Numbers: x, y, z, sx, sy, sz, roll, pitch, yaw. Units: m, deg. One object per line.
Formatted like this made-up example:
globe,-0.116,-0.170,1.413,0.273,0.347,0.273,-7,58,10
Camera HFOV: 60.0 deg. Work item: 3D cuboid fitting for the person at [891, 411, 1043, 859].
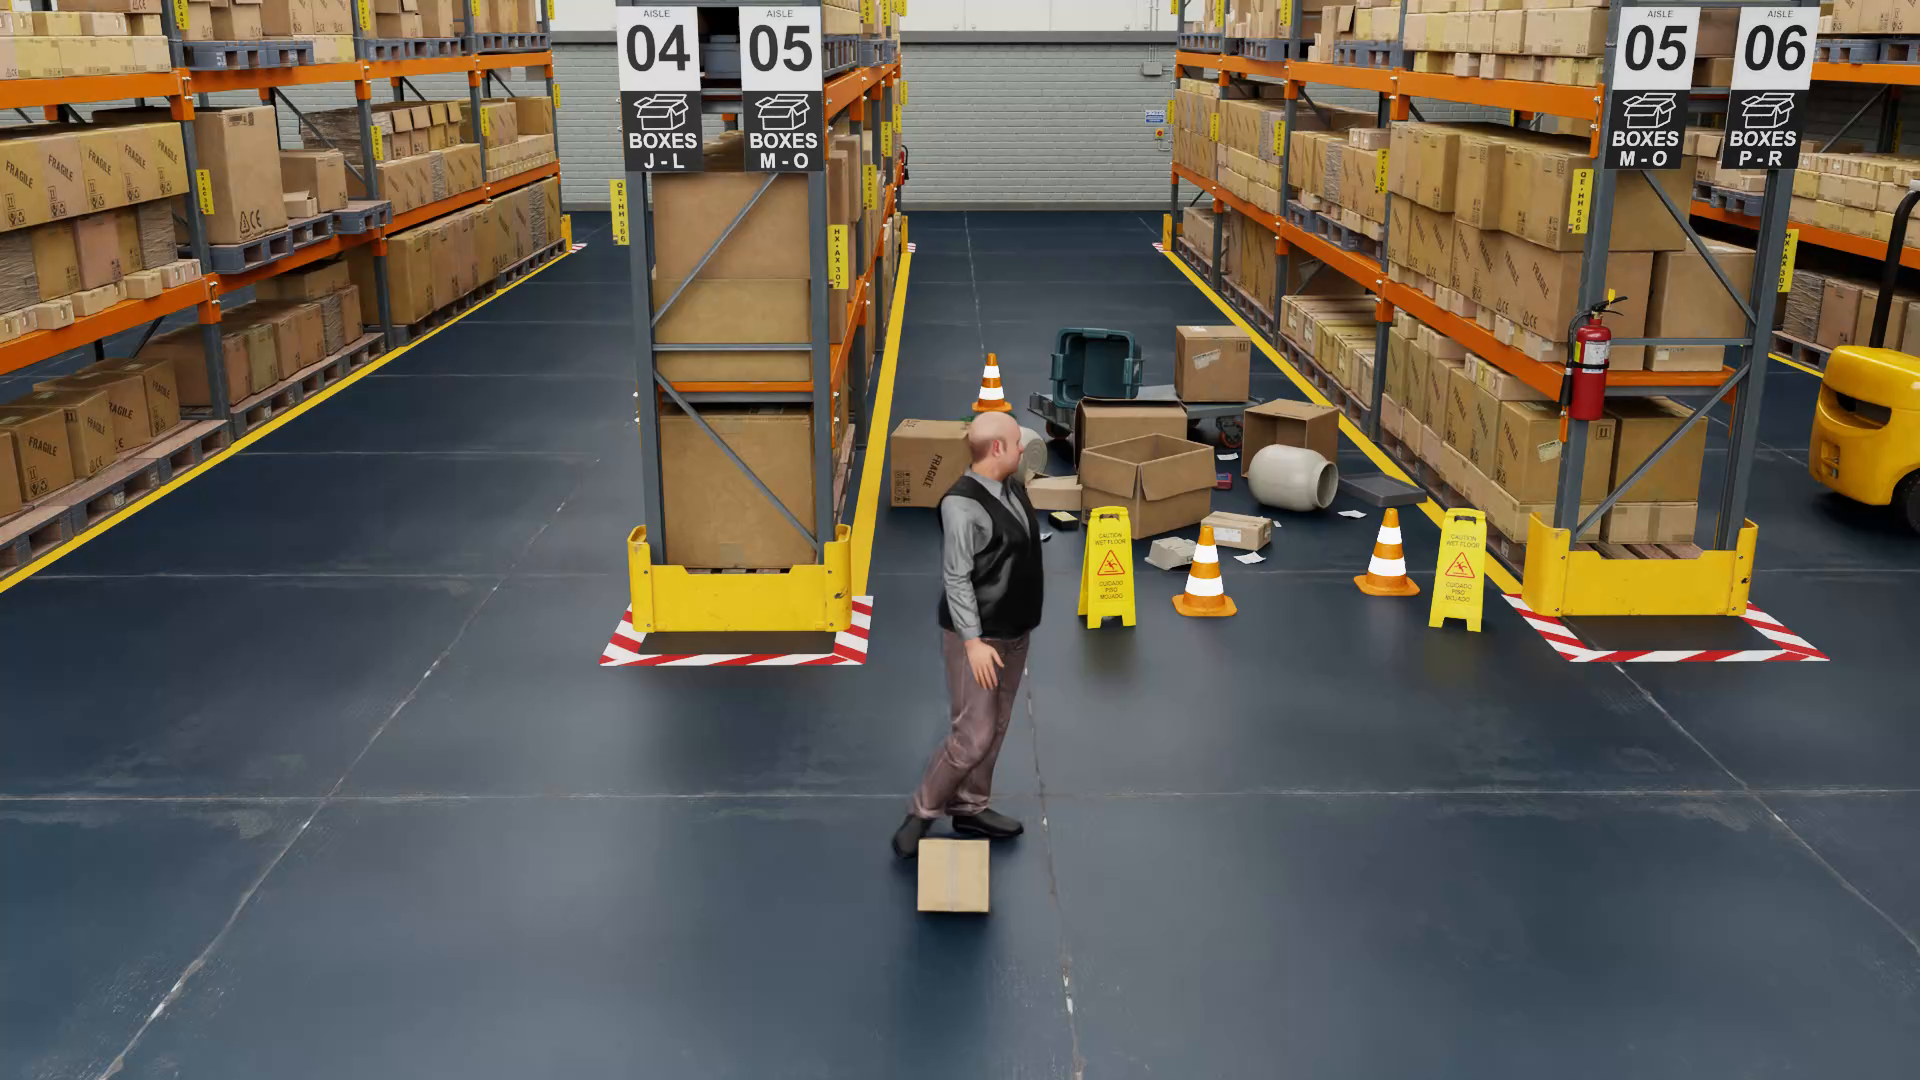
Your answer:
person,0.042,0.362,6.347,0.450,1.715,0.696,9,19,28
